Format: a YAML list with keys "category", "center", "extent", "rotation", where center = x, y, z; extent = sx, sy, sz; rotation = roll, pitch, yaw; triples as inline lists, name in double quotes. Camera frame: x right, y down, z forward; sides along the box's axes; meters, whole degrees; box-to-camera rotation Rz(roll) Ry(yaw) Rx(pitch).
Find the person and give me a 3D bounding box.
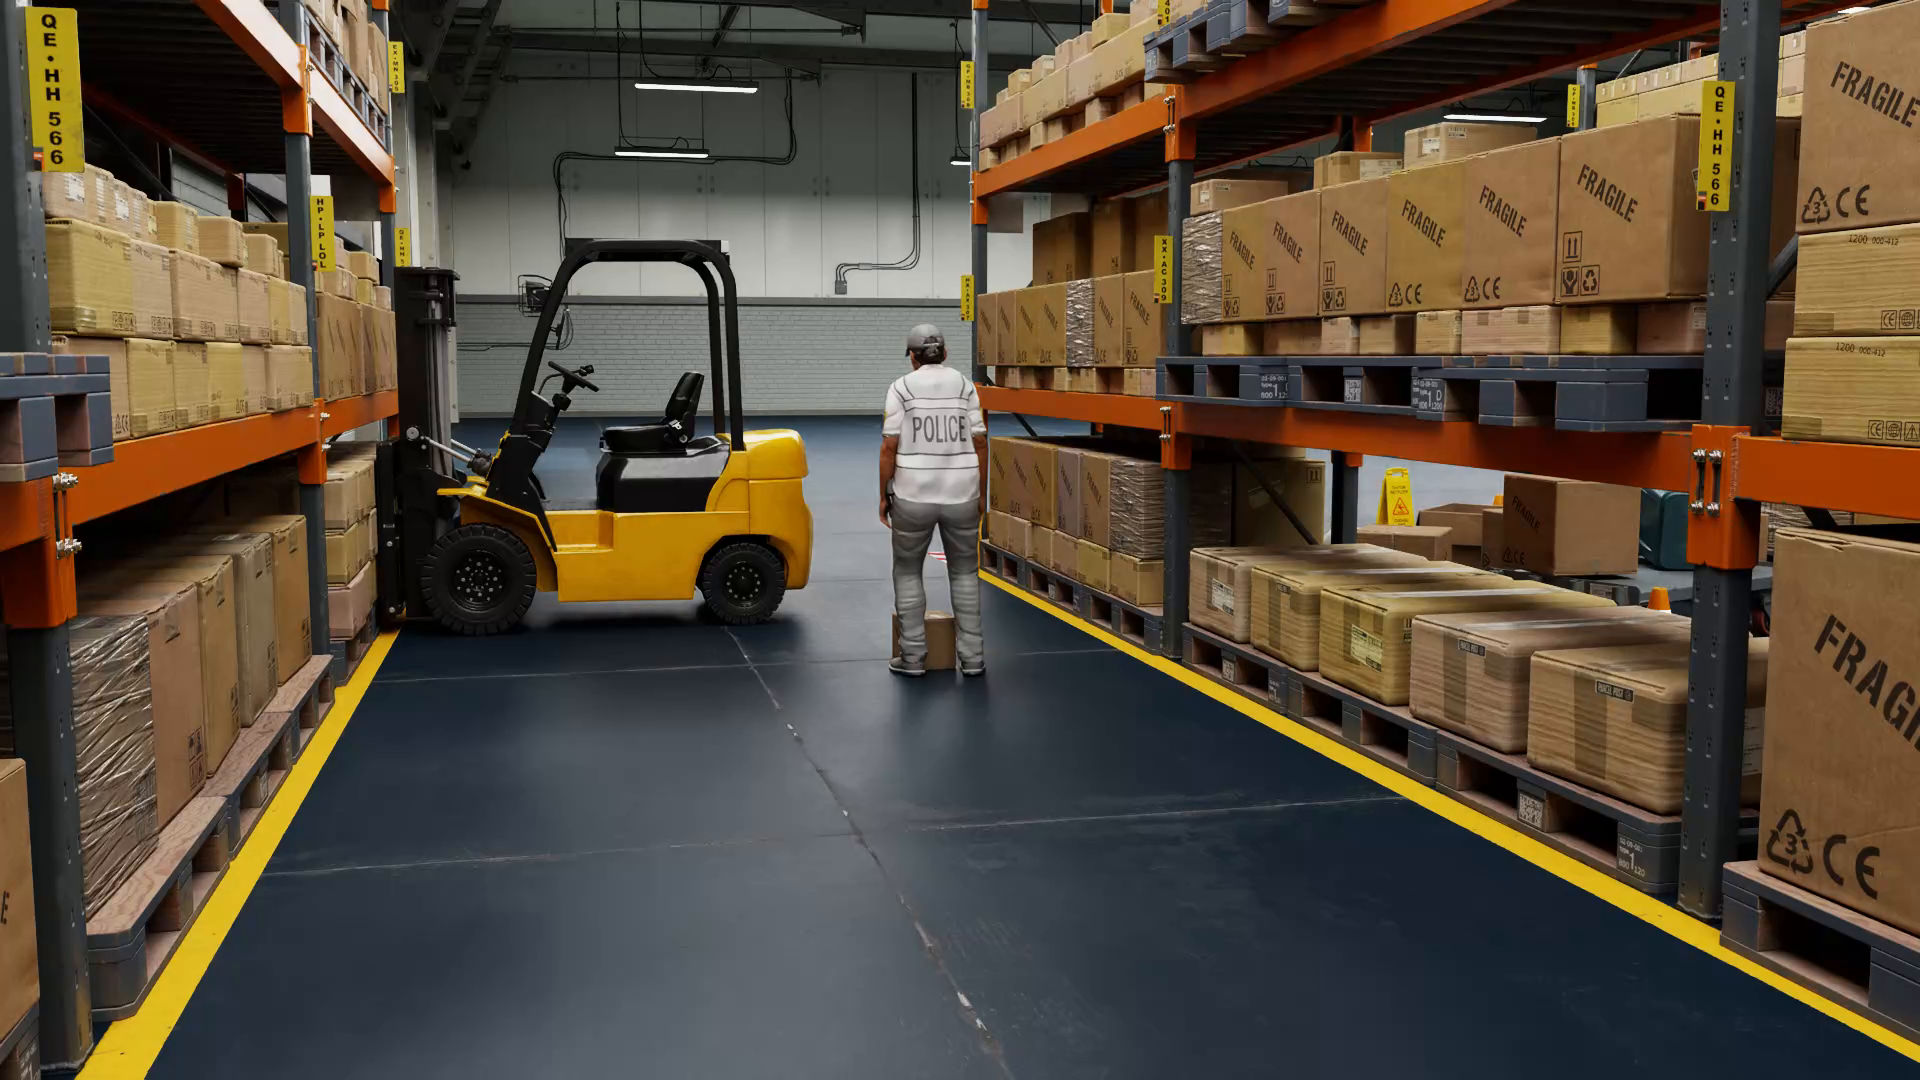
- category: "person"
  center: [-0.122, -0.187, 7.866]
  extent: [0.538, 1.666, 0.463]
  rotation: [-1, 6, -13]
